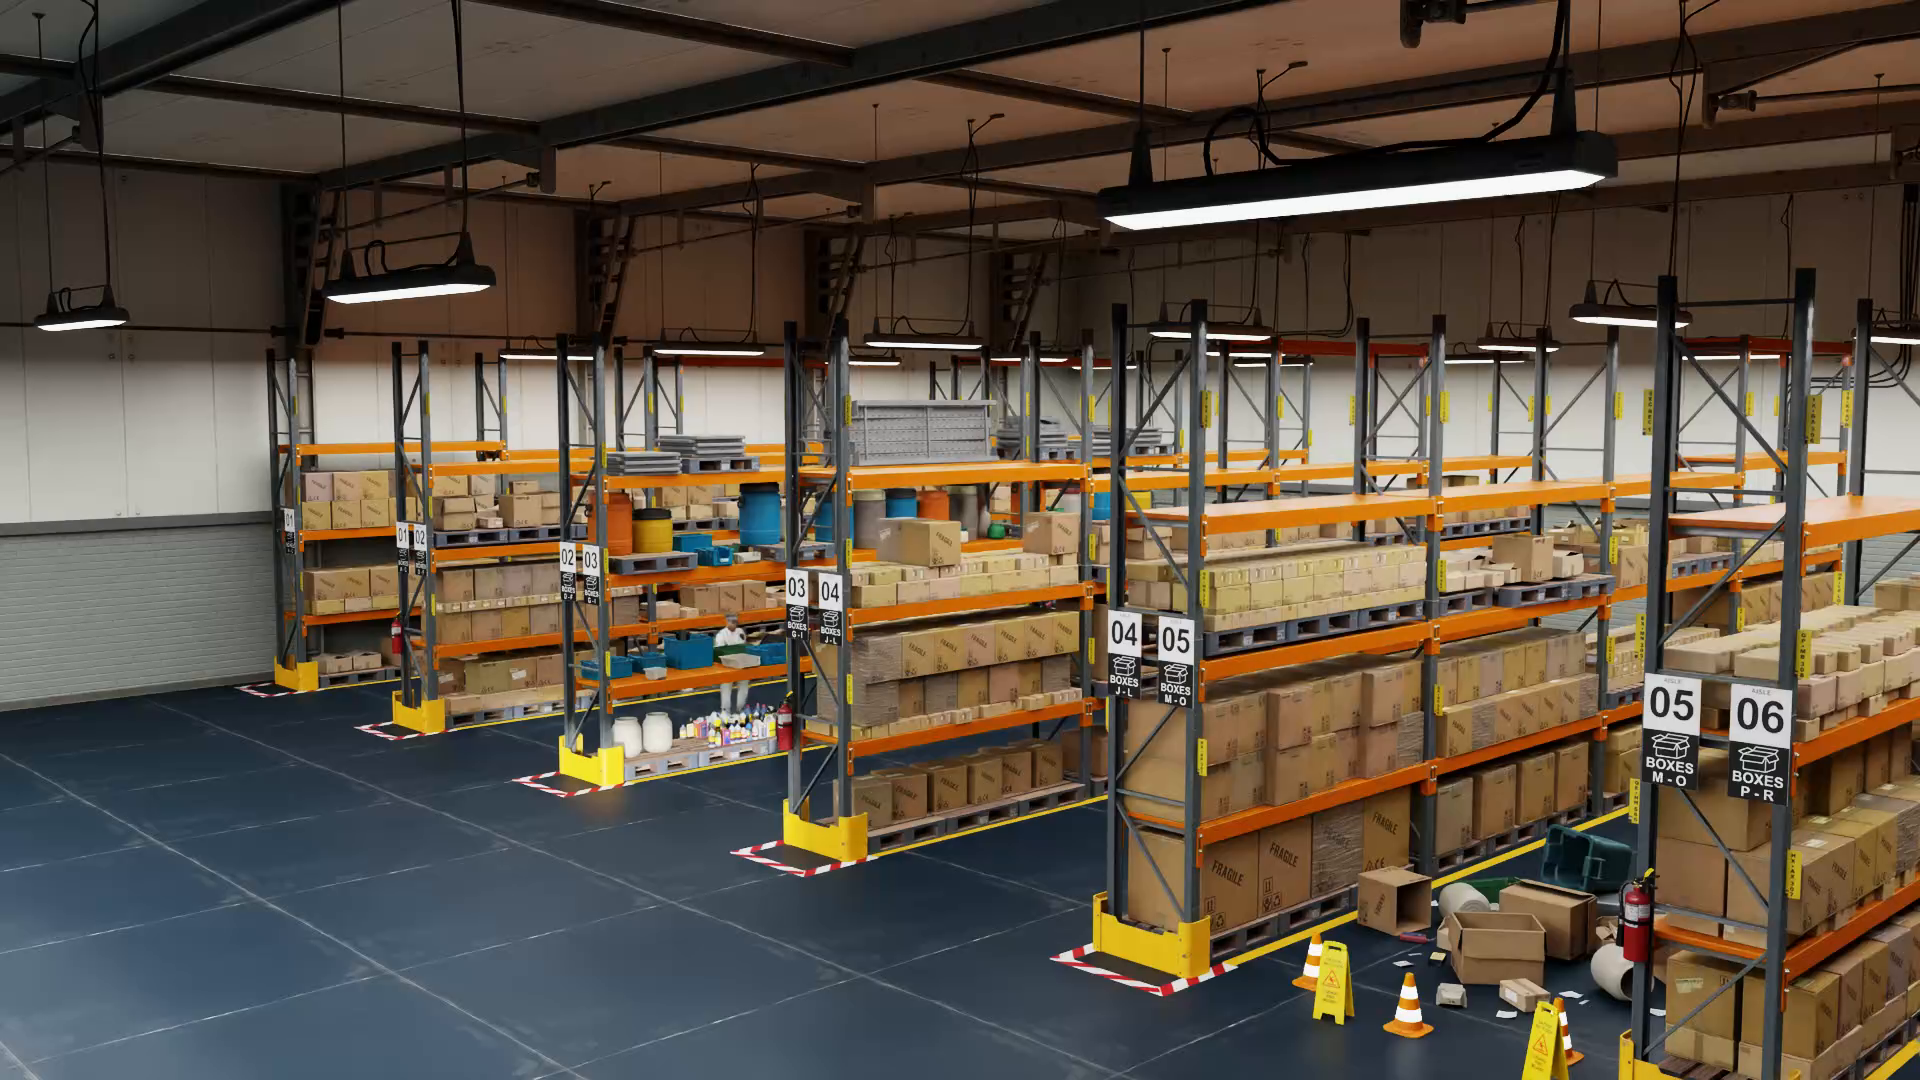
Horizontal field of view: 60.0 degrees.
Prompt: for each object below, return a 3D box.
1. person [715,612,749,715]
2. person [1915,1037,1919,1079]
[{"bbox_3d":[-3.606,2.059,26.296,0.610,1.858,0.405,-3,6,-34],"label":"person"},{"bbox_3d":[5.479,3.517,9.250,0.654,1.674,0.479,3,6,29],"label":"person"}]
